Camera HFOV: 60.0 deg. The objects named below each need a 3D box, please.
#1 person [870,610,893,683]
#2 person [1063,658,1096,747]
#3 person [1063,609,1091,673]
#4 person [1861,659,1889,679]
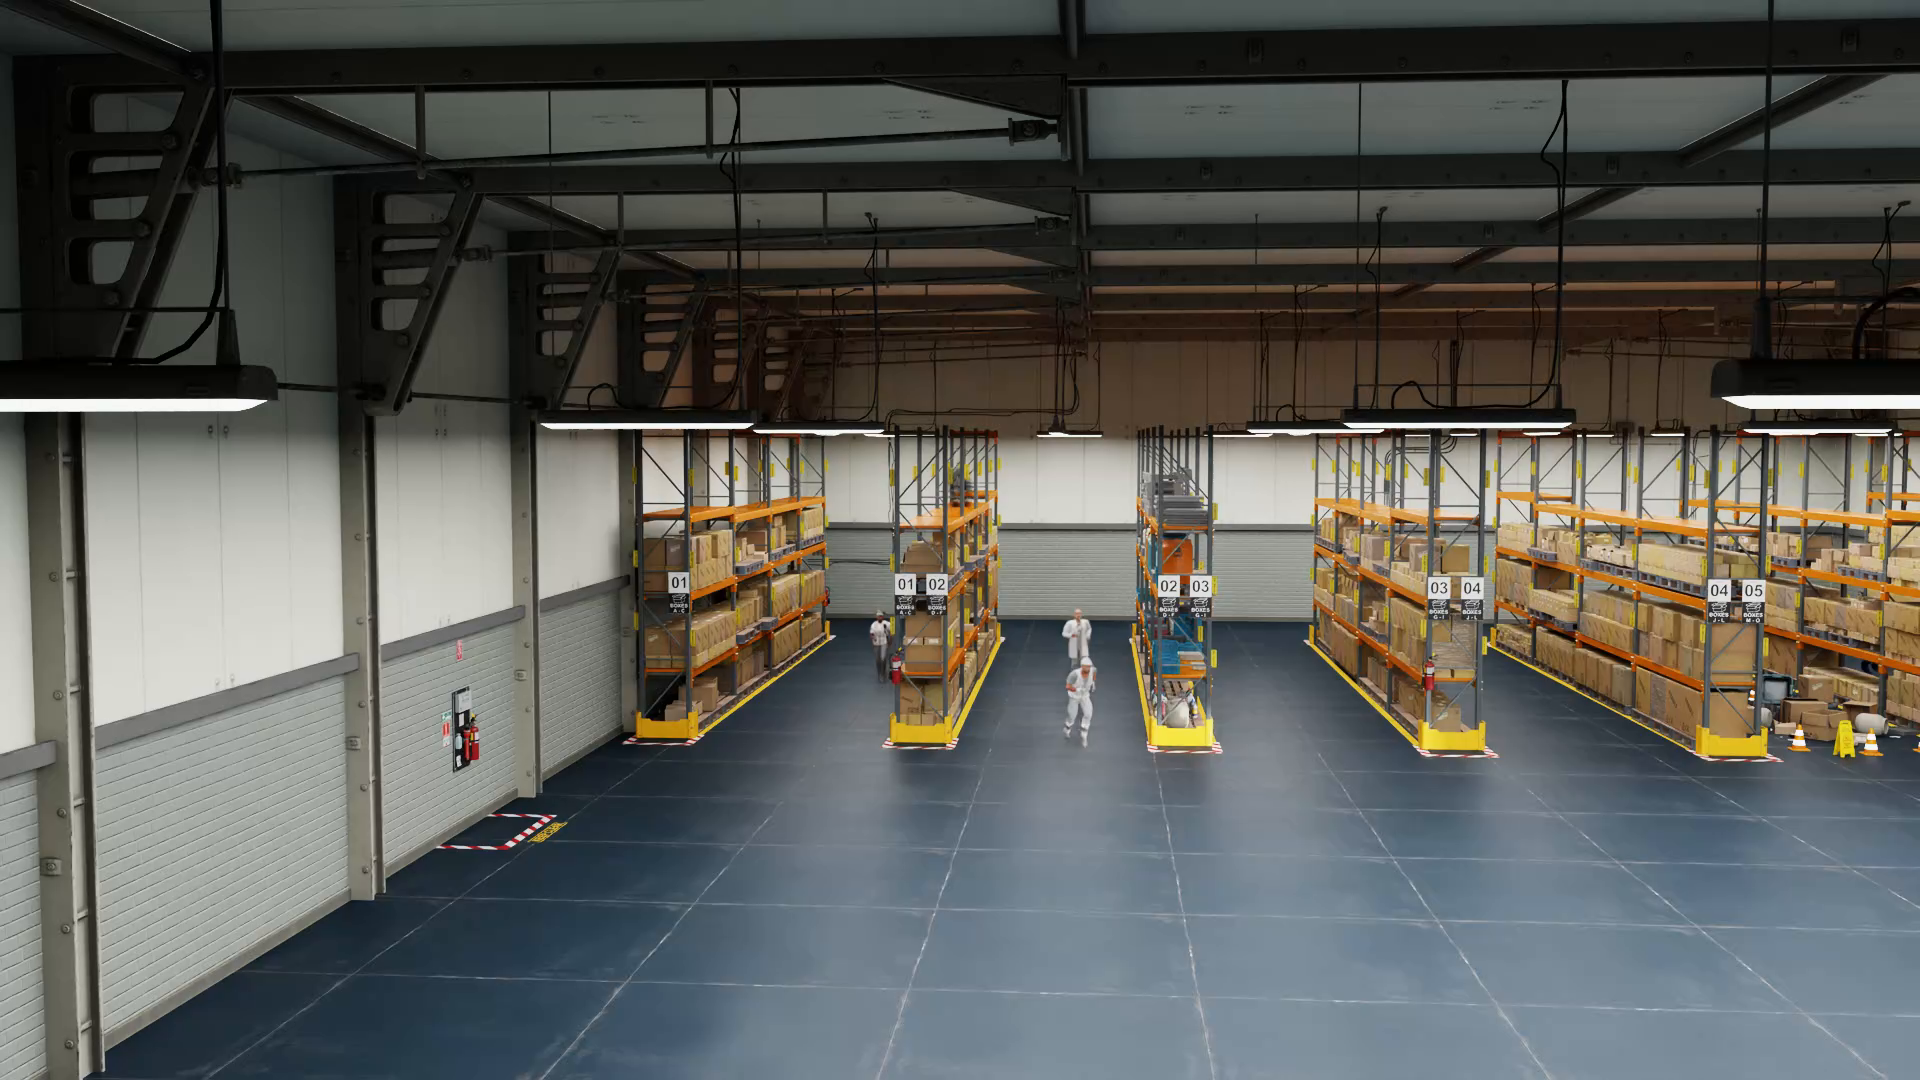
[{"bbox_3d":[-1.878,2.521,39.525,0.524,1.741,0.767,1,3,11],"label":"person"},{"bbox_3d":[2.240,3.028,31.322,0.707,1.721,1.025,-1,4,-22],"label":"person"},{"bbox_3d":[2.729,2.486,38.543,0.711,1.771,1.034,0,3,-6],"label":"person"},{"bbox_3d":[21.192,2.624,38.546,0.616,1.646,0.750,0,3,-4],"label":"person"}]
